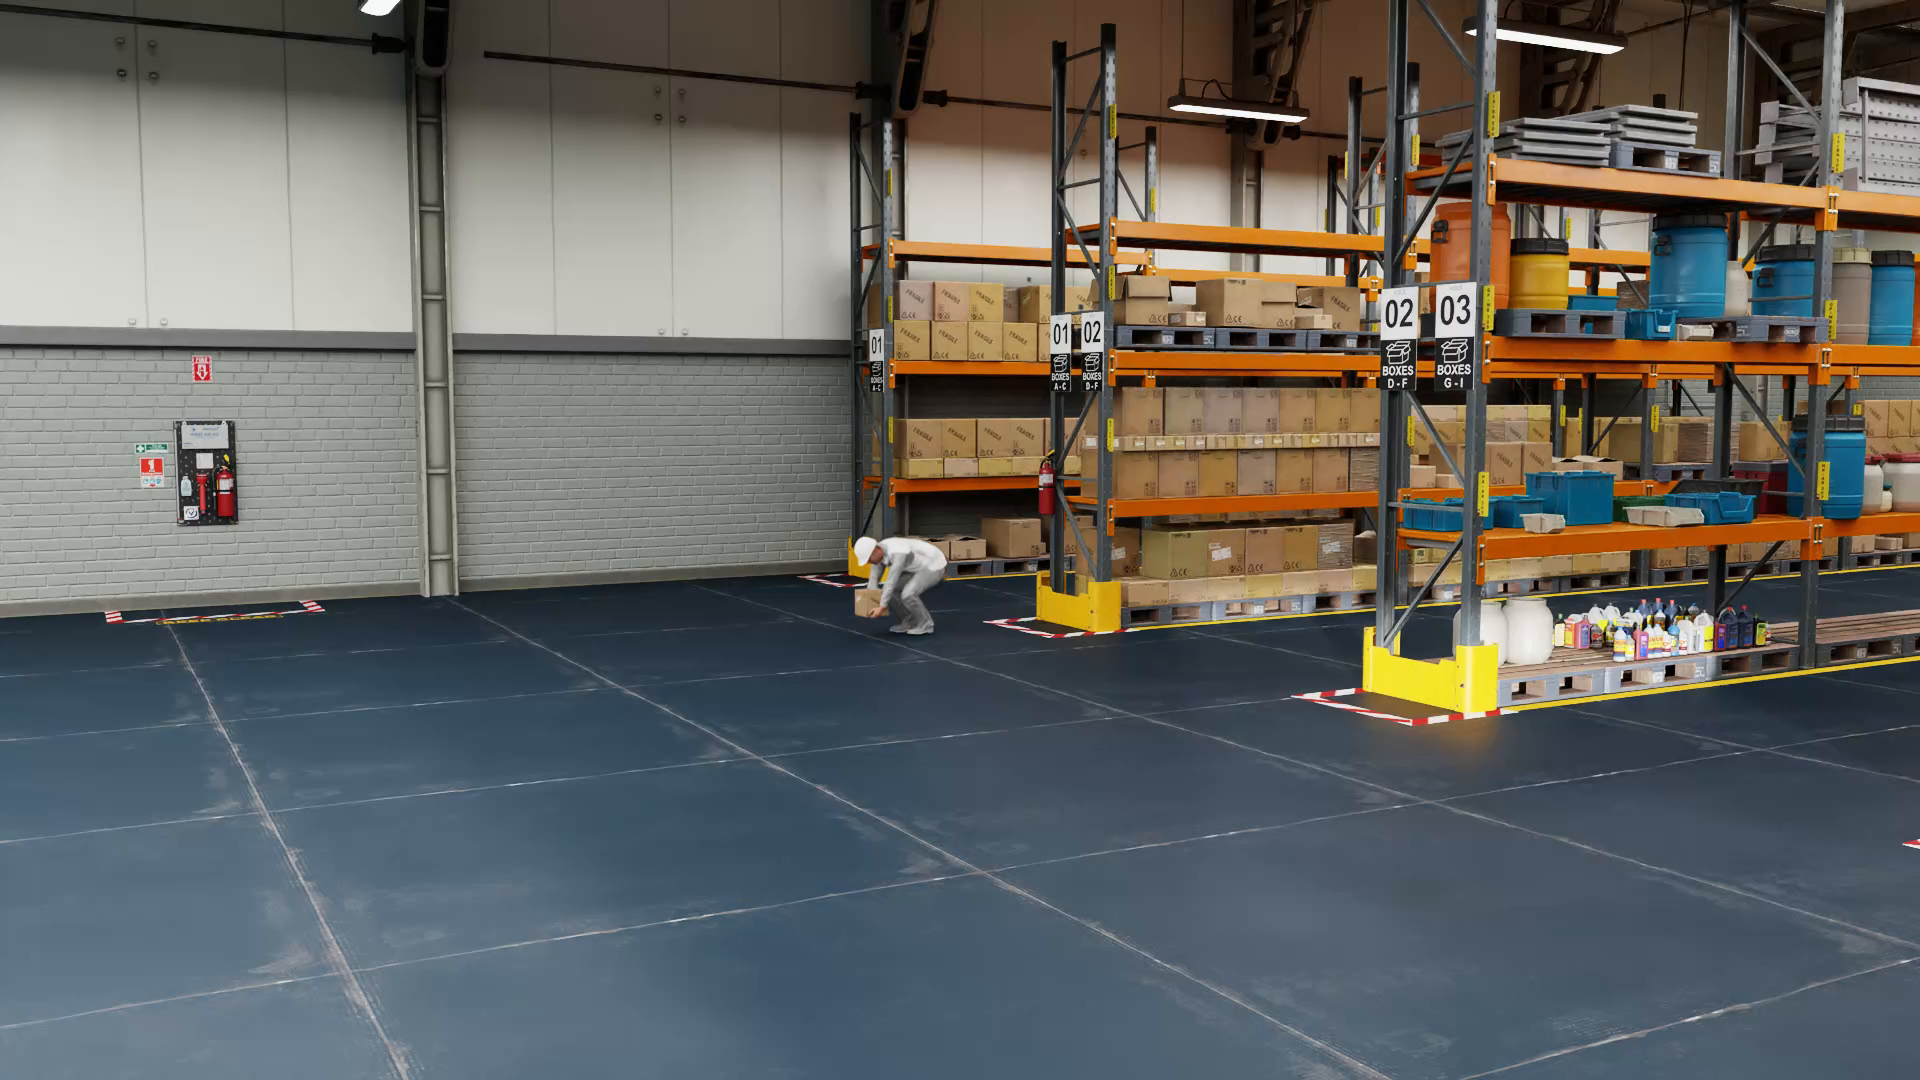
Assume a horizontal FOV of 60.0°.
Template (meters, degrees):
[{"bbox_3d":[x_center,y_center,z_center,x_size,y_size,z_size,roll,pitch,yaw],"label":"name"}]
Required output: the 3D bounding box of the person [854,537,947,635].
[{"bbox_3d":[-0.603,0.446,16.500,0.986,0.989,0.513,-3,6,-31],"label":"person"}]
